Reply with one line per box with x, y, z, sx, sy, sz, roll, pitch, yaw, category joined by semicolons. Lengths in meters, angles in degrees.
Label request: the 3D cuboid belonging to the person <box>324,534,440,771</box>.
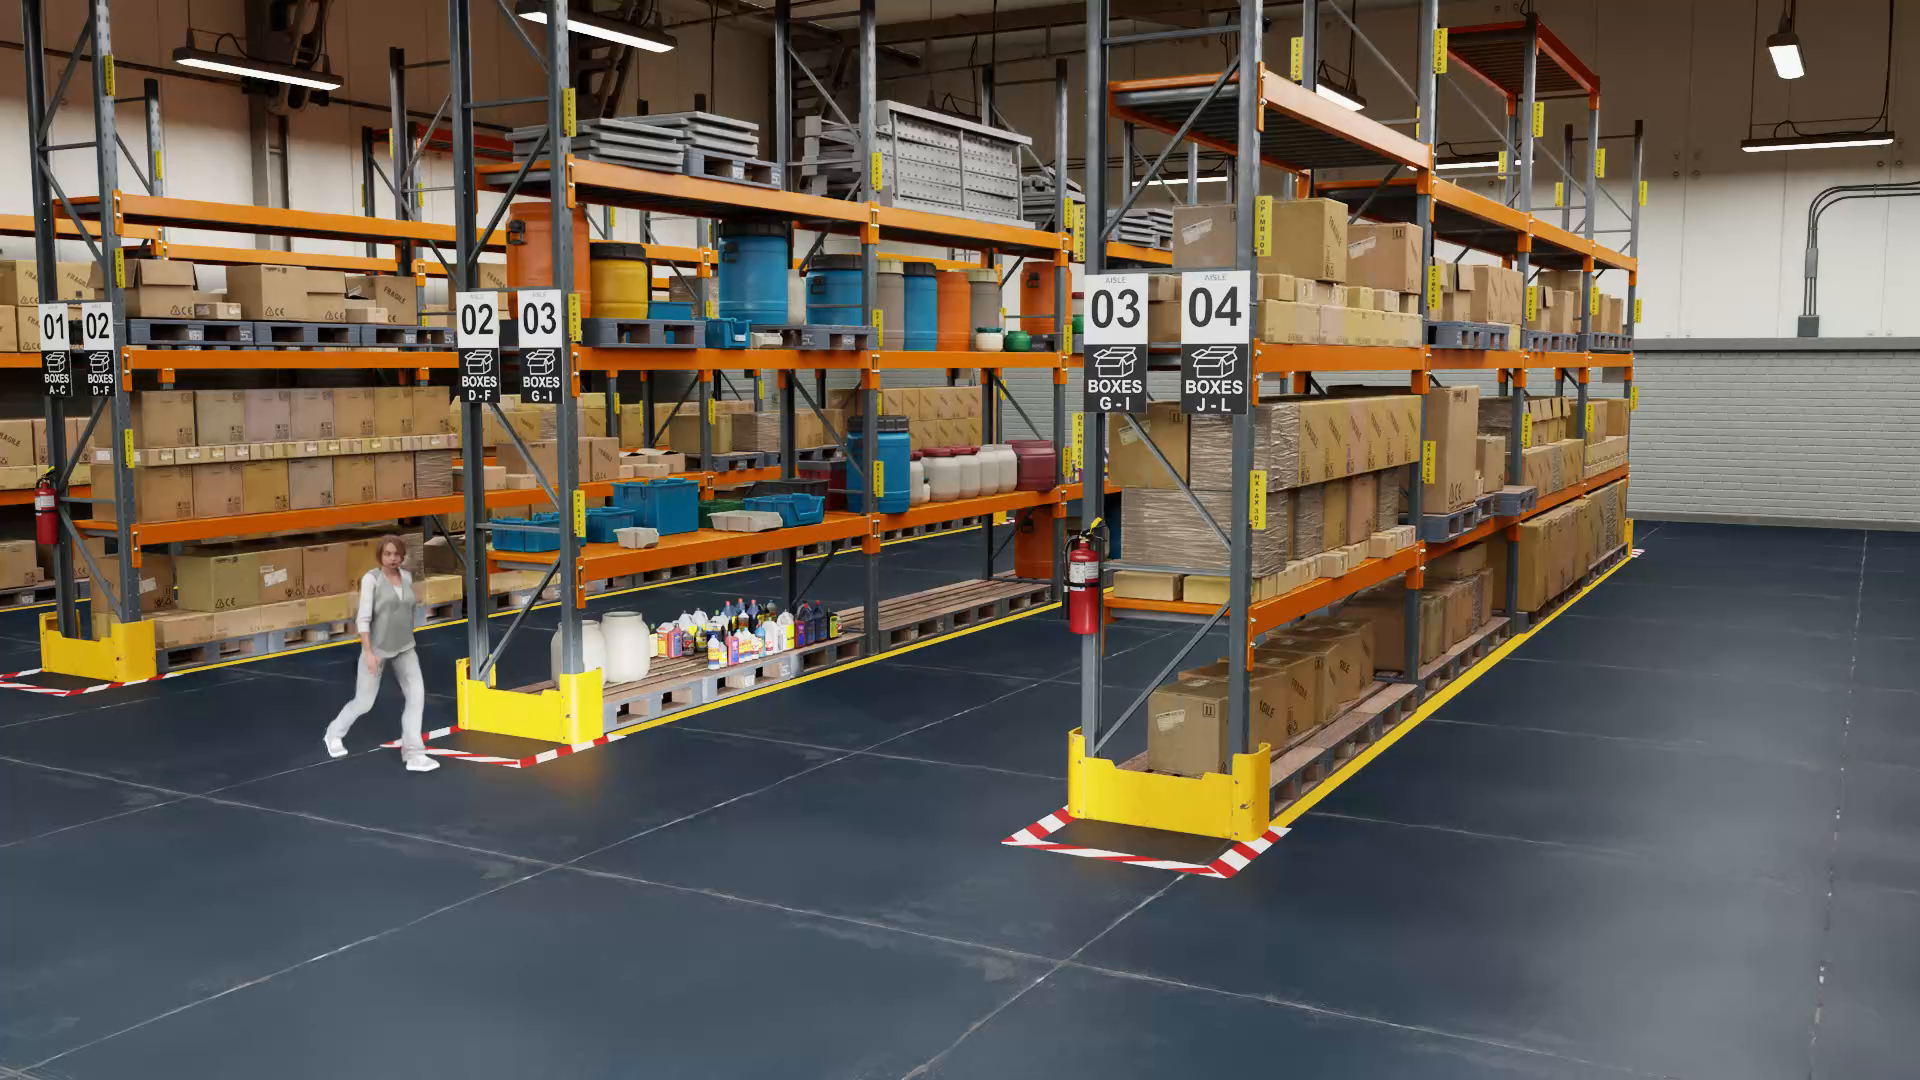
-3.830;0.731;10.981;0.882;1.554;0.479;4;7;35;person
